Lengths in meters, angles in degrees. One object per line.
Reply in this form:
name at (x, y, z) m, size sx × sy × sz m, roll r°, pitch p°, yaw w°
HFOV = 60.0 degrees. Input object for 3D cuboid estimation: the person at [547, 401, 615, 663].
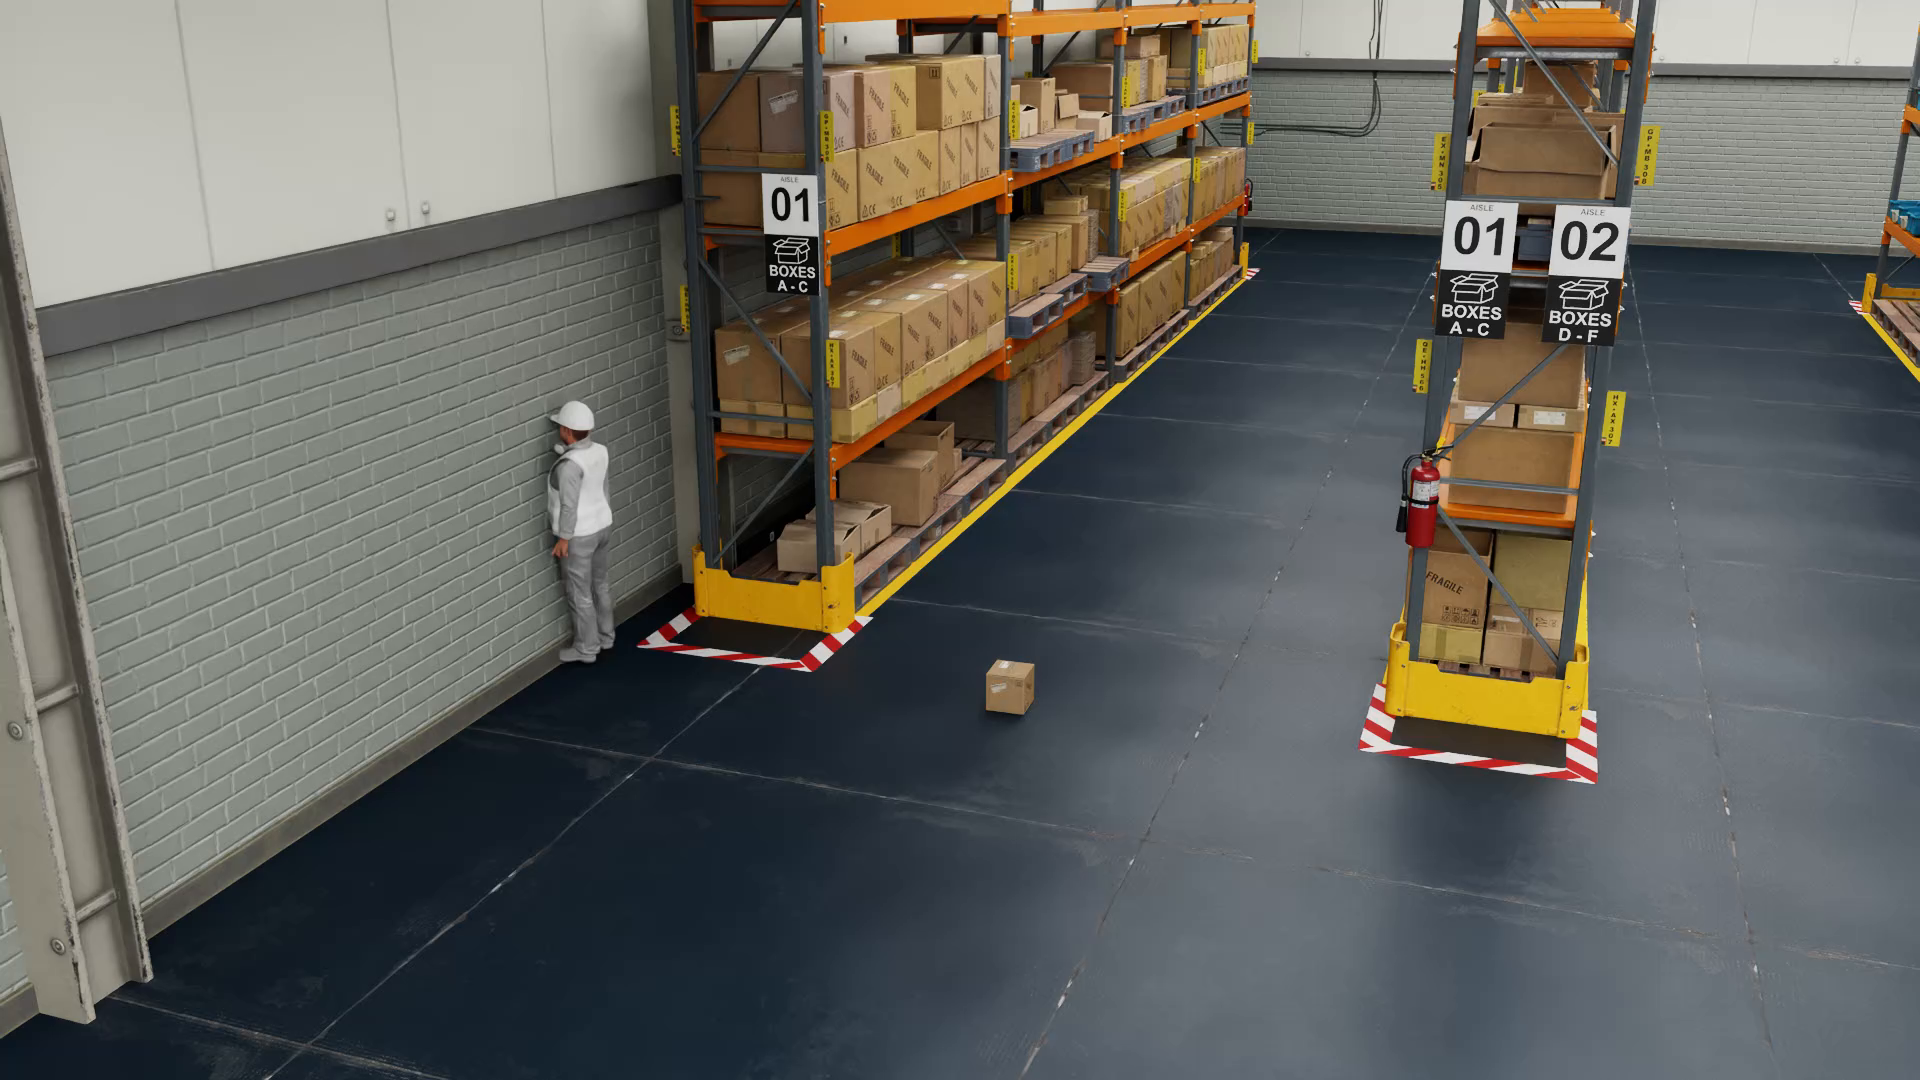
person at (-2.545, -0.063, 11.114) m, size 0.387 × 1.777 × 0.527 m, roll 6°, pitch 20°, yaw 18°
